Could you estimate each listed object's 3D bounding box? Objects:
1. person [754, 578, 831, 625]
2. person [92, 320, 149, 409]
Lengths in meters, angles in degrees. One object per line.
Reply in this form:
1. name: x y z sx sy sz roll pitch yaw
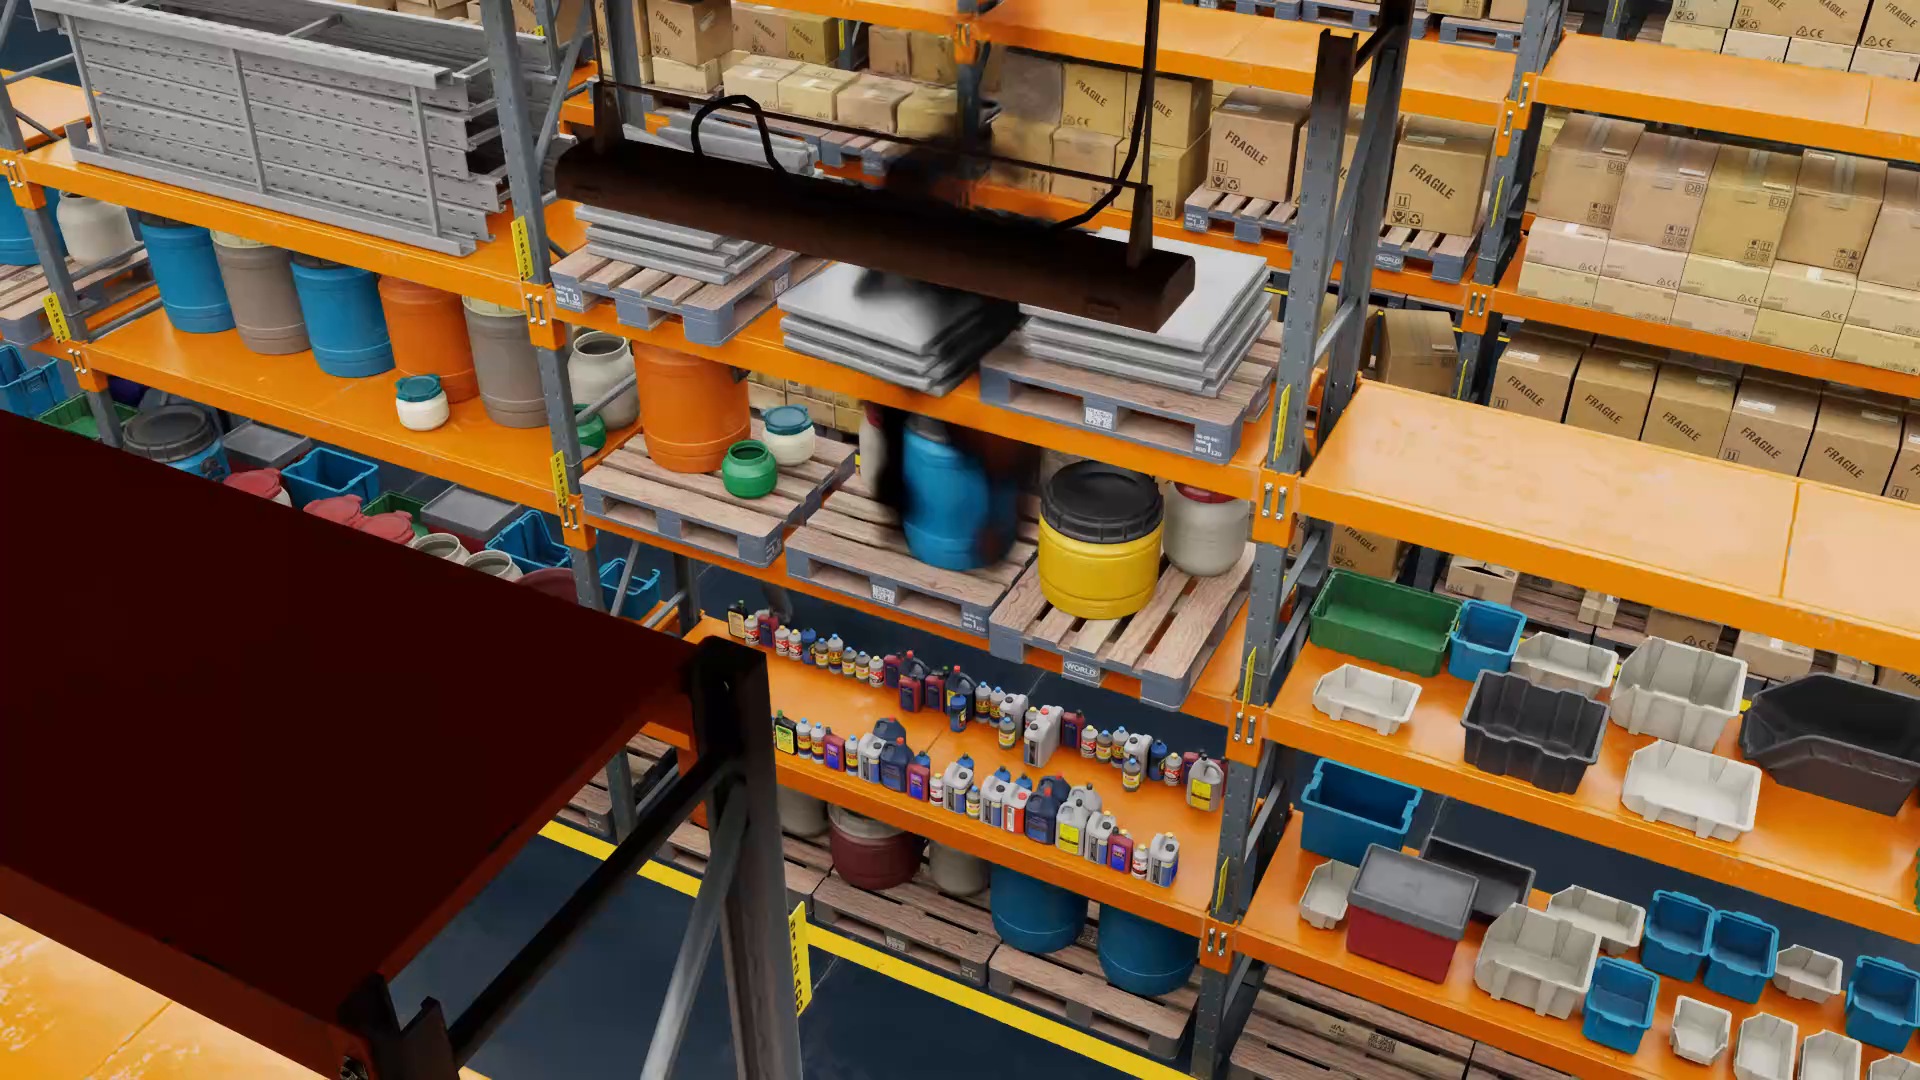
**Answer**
1. person: -1.254 -0.056 12.456 0.733 1.744 0.661 7 36 10
2. person: -7.234 -1.380 14.452 0.559 1.594 0.605 8 36 12
